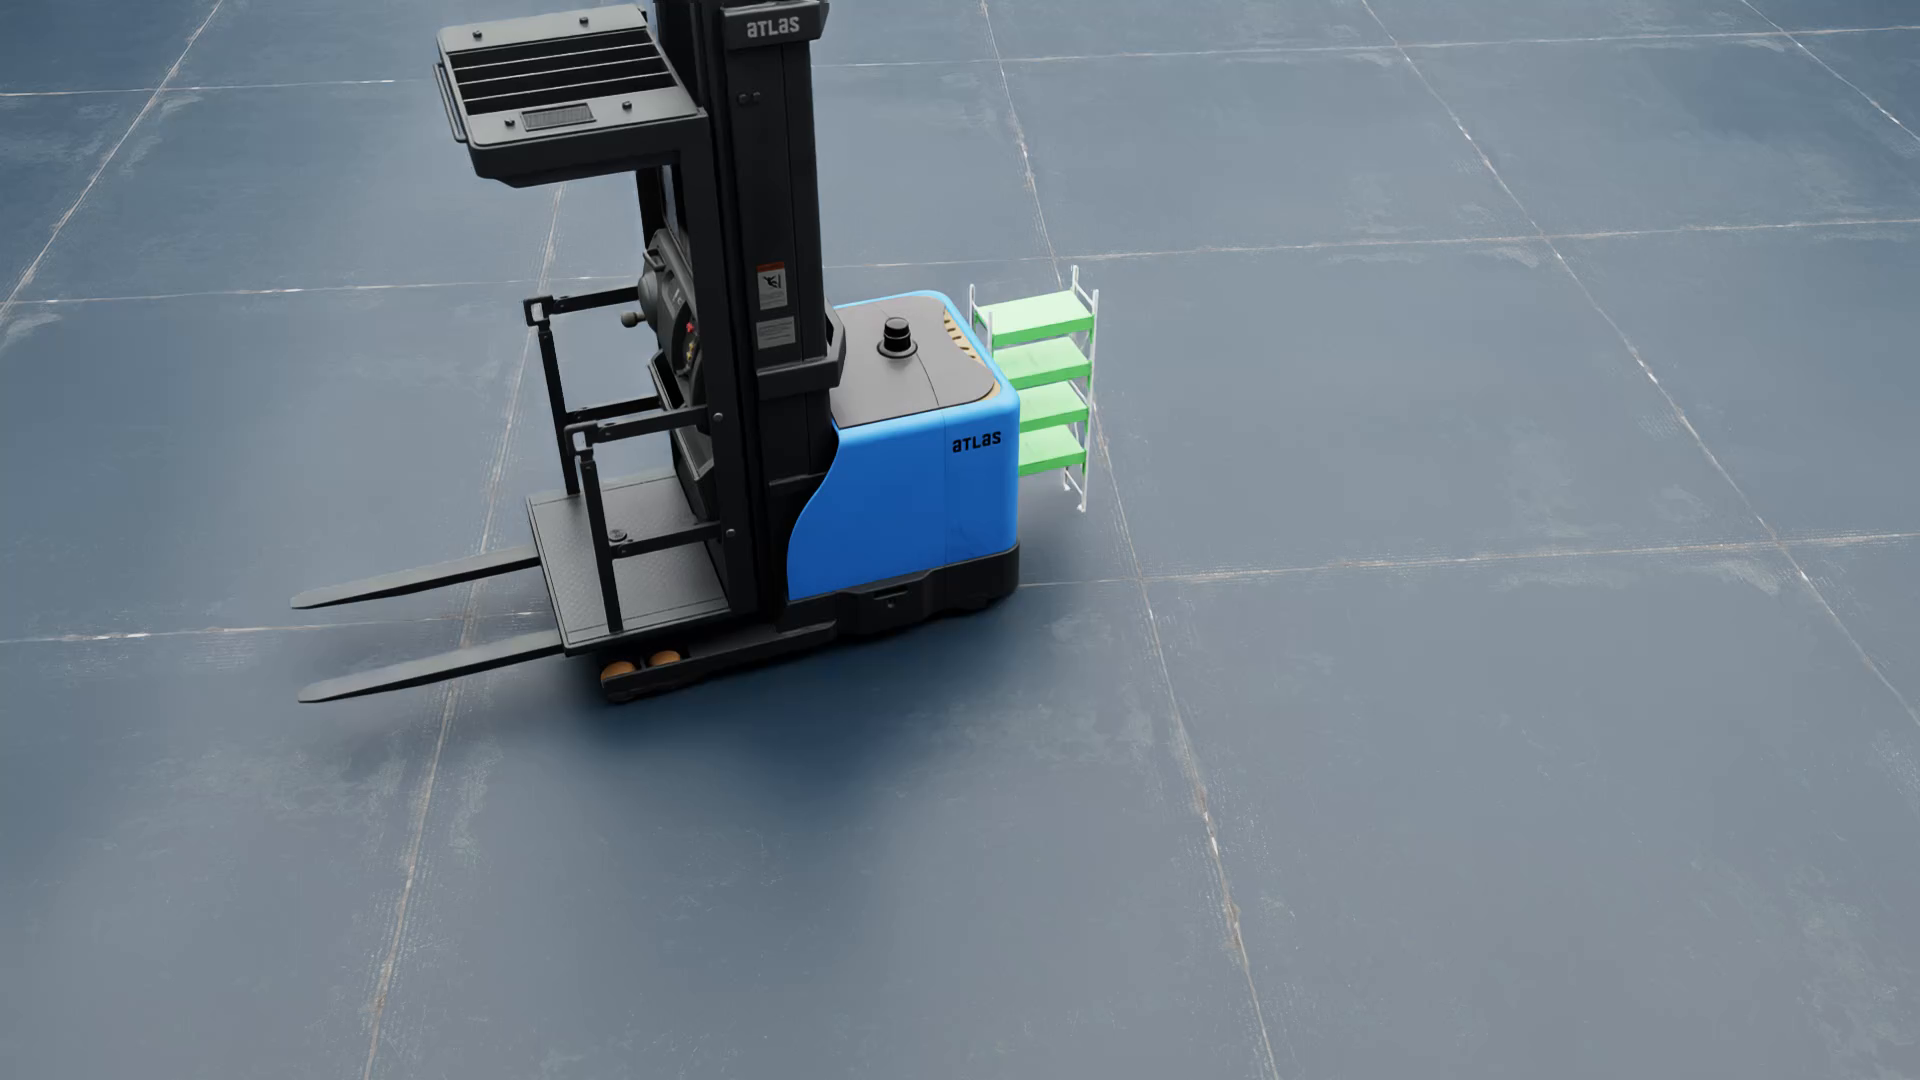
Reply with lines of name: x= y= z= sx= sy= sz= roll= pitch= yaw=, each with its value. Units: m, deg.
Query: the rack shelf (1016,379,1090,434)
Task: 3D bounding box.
rack shelf: x=0.320 y=-0.569 z=7.606 sx=0.480 sy=0.148 sz=0.258 roll=-13 pitch=40 yaw=-16

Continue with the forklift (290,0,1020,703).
forklift: x=-1.311 y=-0.852 z=6.464 sx=3.031 sy=2.935 sz=1.130 roll=-13 pitch=40 yaw=-16

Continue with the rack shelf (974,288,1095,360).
rack shelf: x=0.320 y=-0.946 z=7.309 sx=0.480 sy=0.148 sz=0.258 roll=-13 pitch=40 yaw=-16

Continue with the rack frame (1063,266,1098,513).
rack frame: x=0.549 y=-0.672 z=7.633 sx=0.015 sy=1.200 sz=0.240 roll=-13 pitch=40 yaw=-16

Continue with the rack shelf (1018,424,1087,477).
rack shelf: x=0.320 y=-0.381 z=7.755 sx=0.480 sy=0.148 sz=0.258 roll=-13 pitch=40 yaw=-16

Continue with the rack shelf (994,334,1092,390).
rack shelf: x=0.320 y=-0.758 z=7.457 sx=0.480 sy=0.148 sz=0.258 roll=-13 pitch=40 yaw=-16

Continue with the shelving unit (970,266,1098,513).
shelving unit: x=0.320 y=-0.620 z=7.567 sx=0.503 sy=1.200 sz=0.258 roll=-13 pitch=40 yaw=-16

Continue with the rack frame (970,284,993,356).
rack frame: x=0.091 y=-0.567 z=7.500 sx=0.015 sy=1.200 sz=0.240 roll=-13 pitch=40 yaw=-16
